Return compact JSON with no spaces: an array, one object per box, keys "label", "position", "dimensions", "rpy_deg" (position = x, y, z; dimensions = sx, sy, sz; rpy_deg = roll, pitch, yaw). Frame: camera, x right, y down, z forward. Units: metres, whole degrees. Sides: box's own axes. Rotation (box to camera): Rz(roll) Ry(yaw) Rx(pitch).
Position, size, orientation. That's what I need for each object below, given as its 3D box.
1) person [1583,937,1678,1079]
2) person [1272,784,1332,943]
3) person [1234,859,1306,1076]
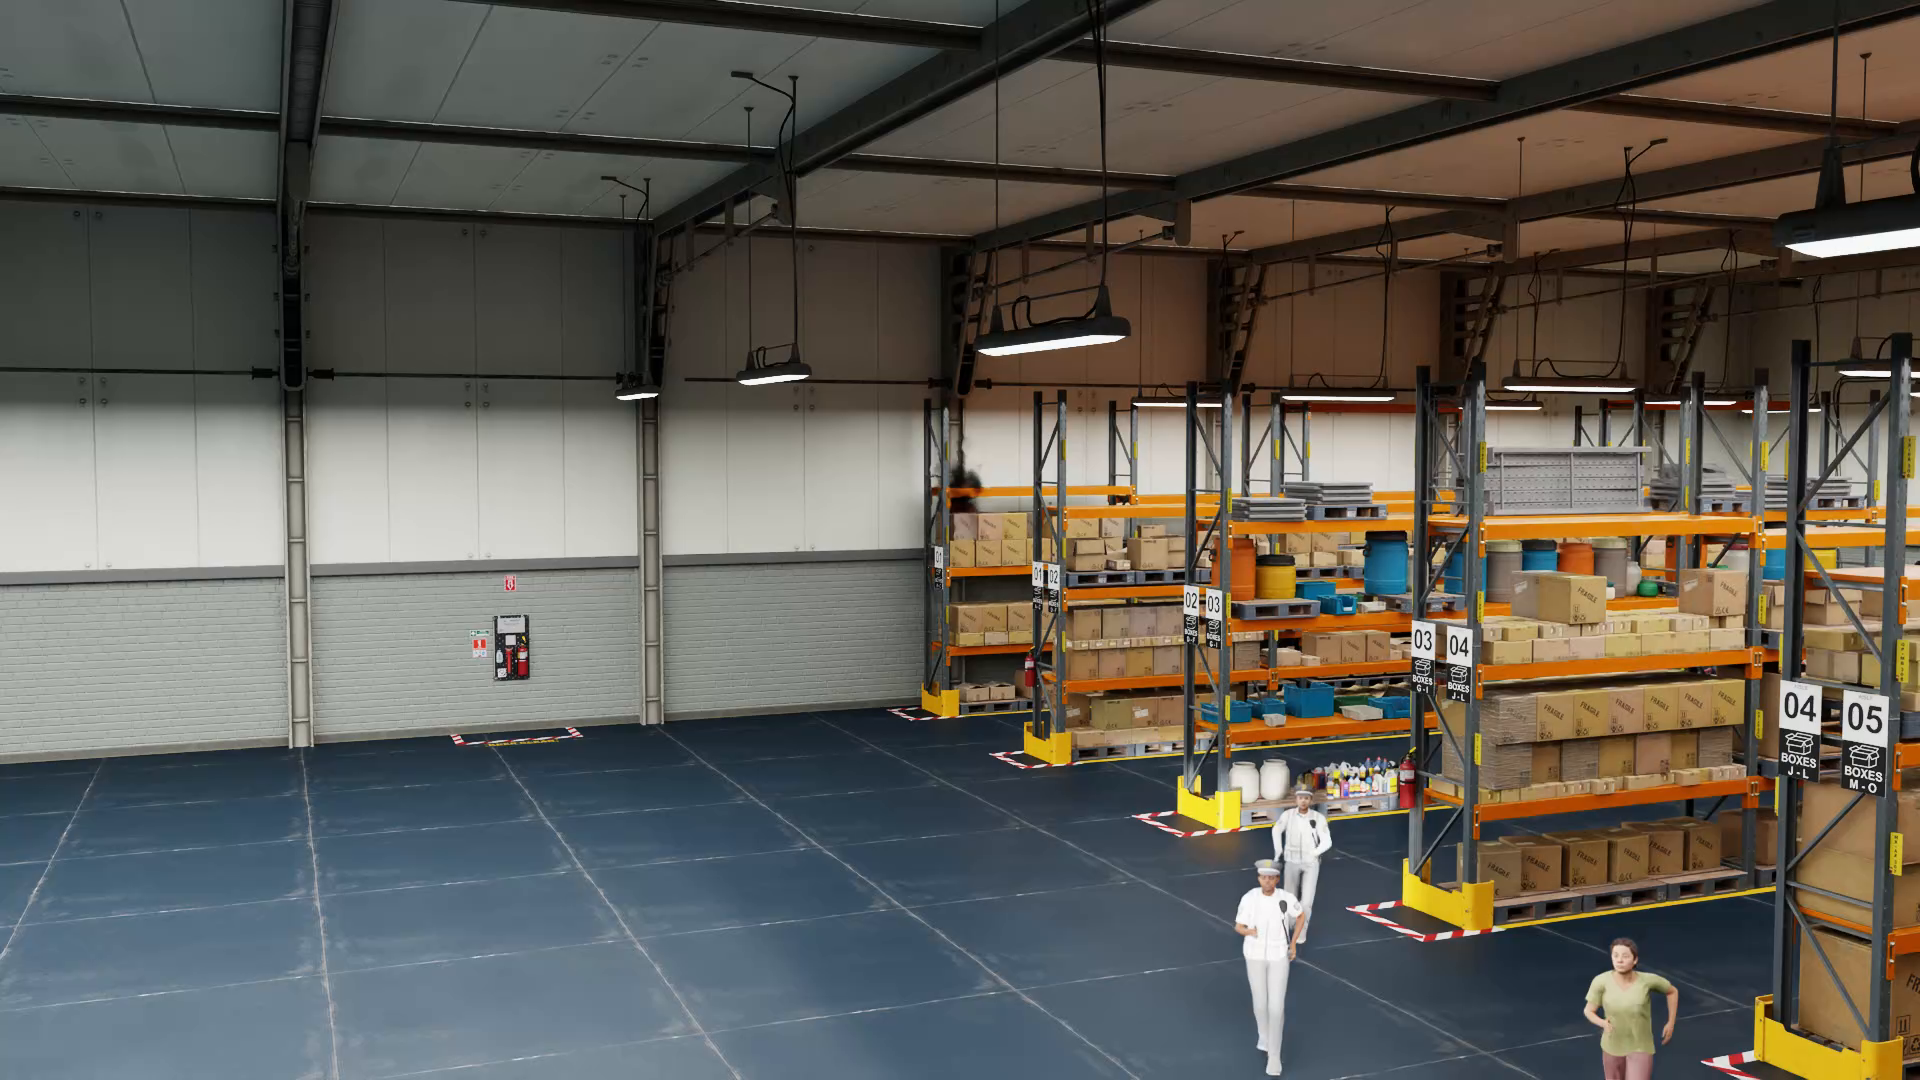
[{"label":"person","position":[4.738,3.633,11.781],"dimensions":[0.580,1.672,0.840],"rpy_deg":[2,4,31]},{"label":"person","position":[3.514,3.332,17.136],"dimensions":[0.616,1.658,0.543],"rpy_deg":[1,3,15]},{"label":"person","position":[2.548,3.506,13.803],"dimensions":[0.533,1.756,0.714],"rpy_deg":[1,4,18]}]
